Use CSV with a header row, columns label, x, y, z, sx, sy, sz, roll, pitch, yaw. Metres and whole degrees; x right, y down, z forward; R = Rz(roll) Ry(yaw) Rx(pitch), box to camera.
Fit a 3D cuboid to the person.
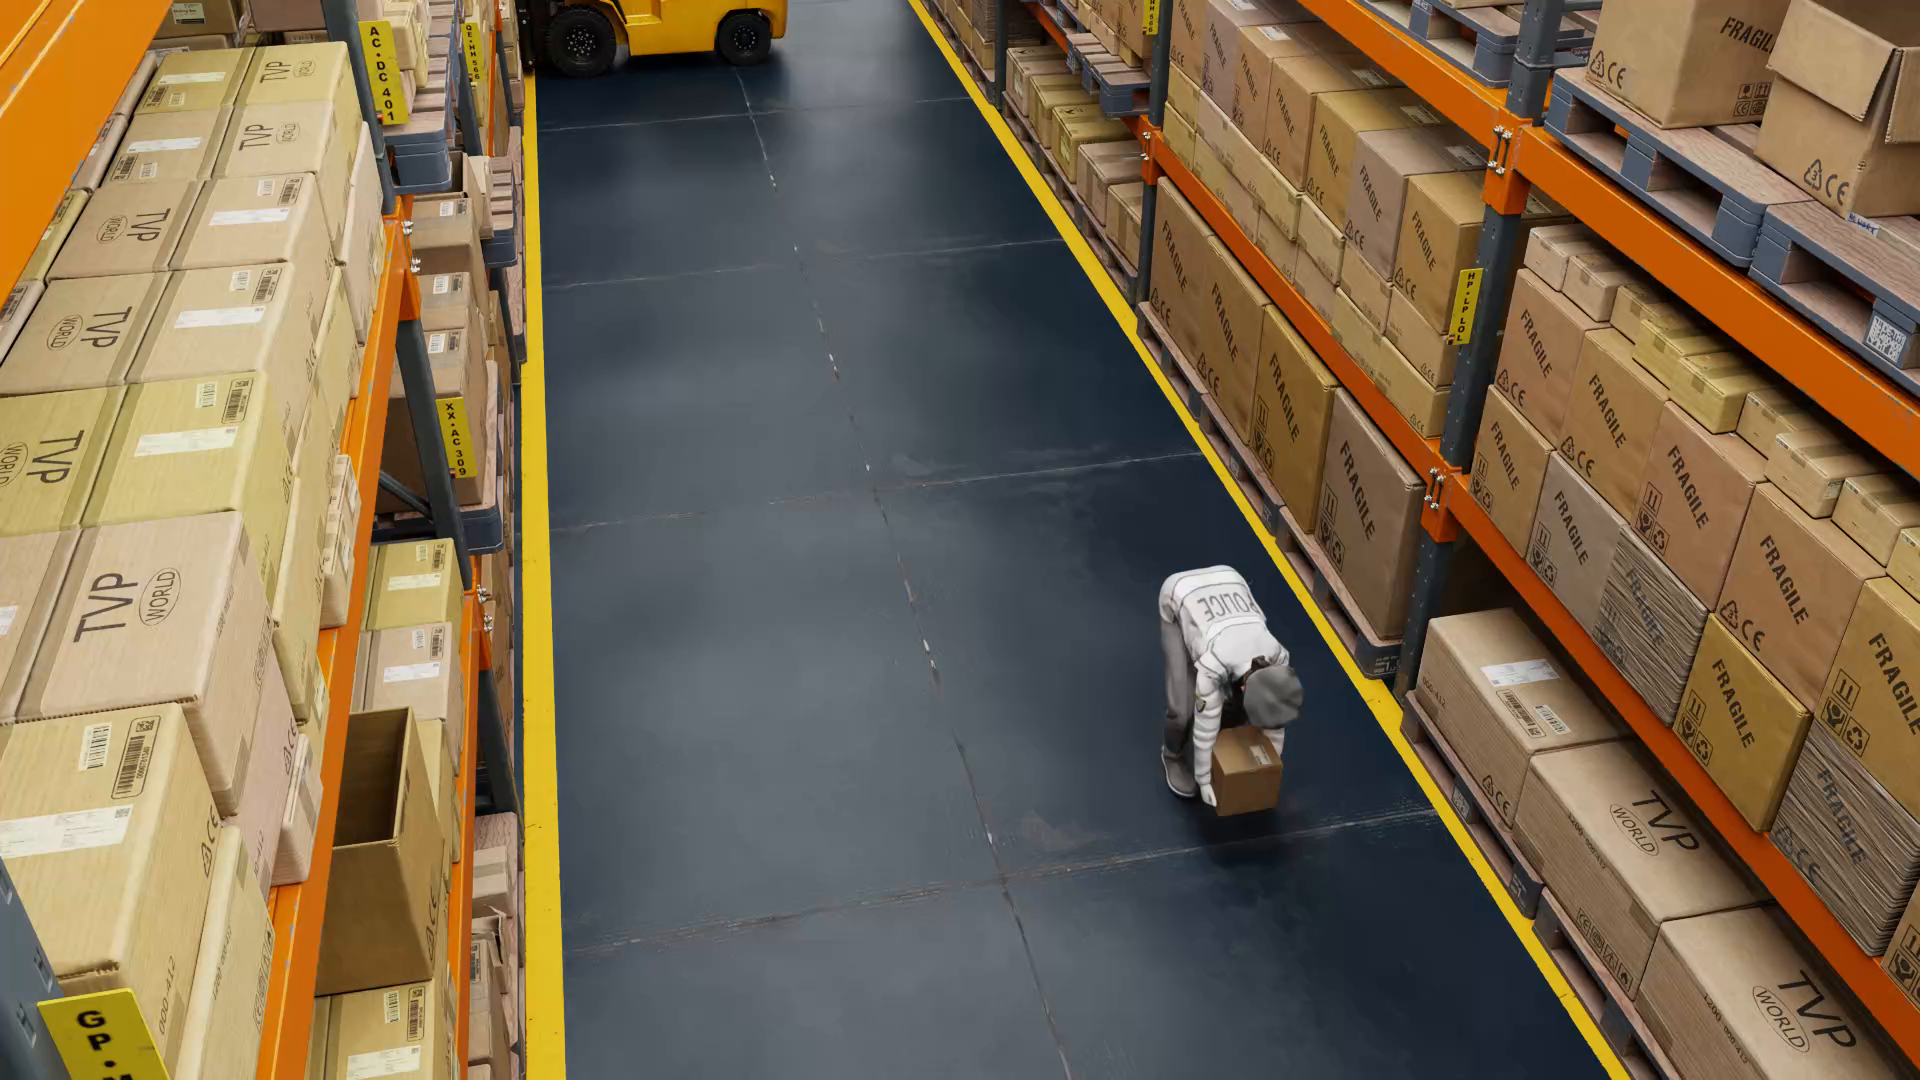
label,x,y,z,sx,sy,sz,roll,pitch,yaw
person,1.106,0.699,6.915,0.421,1.014,0.921,-9,36,-13
